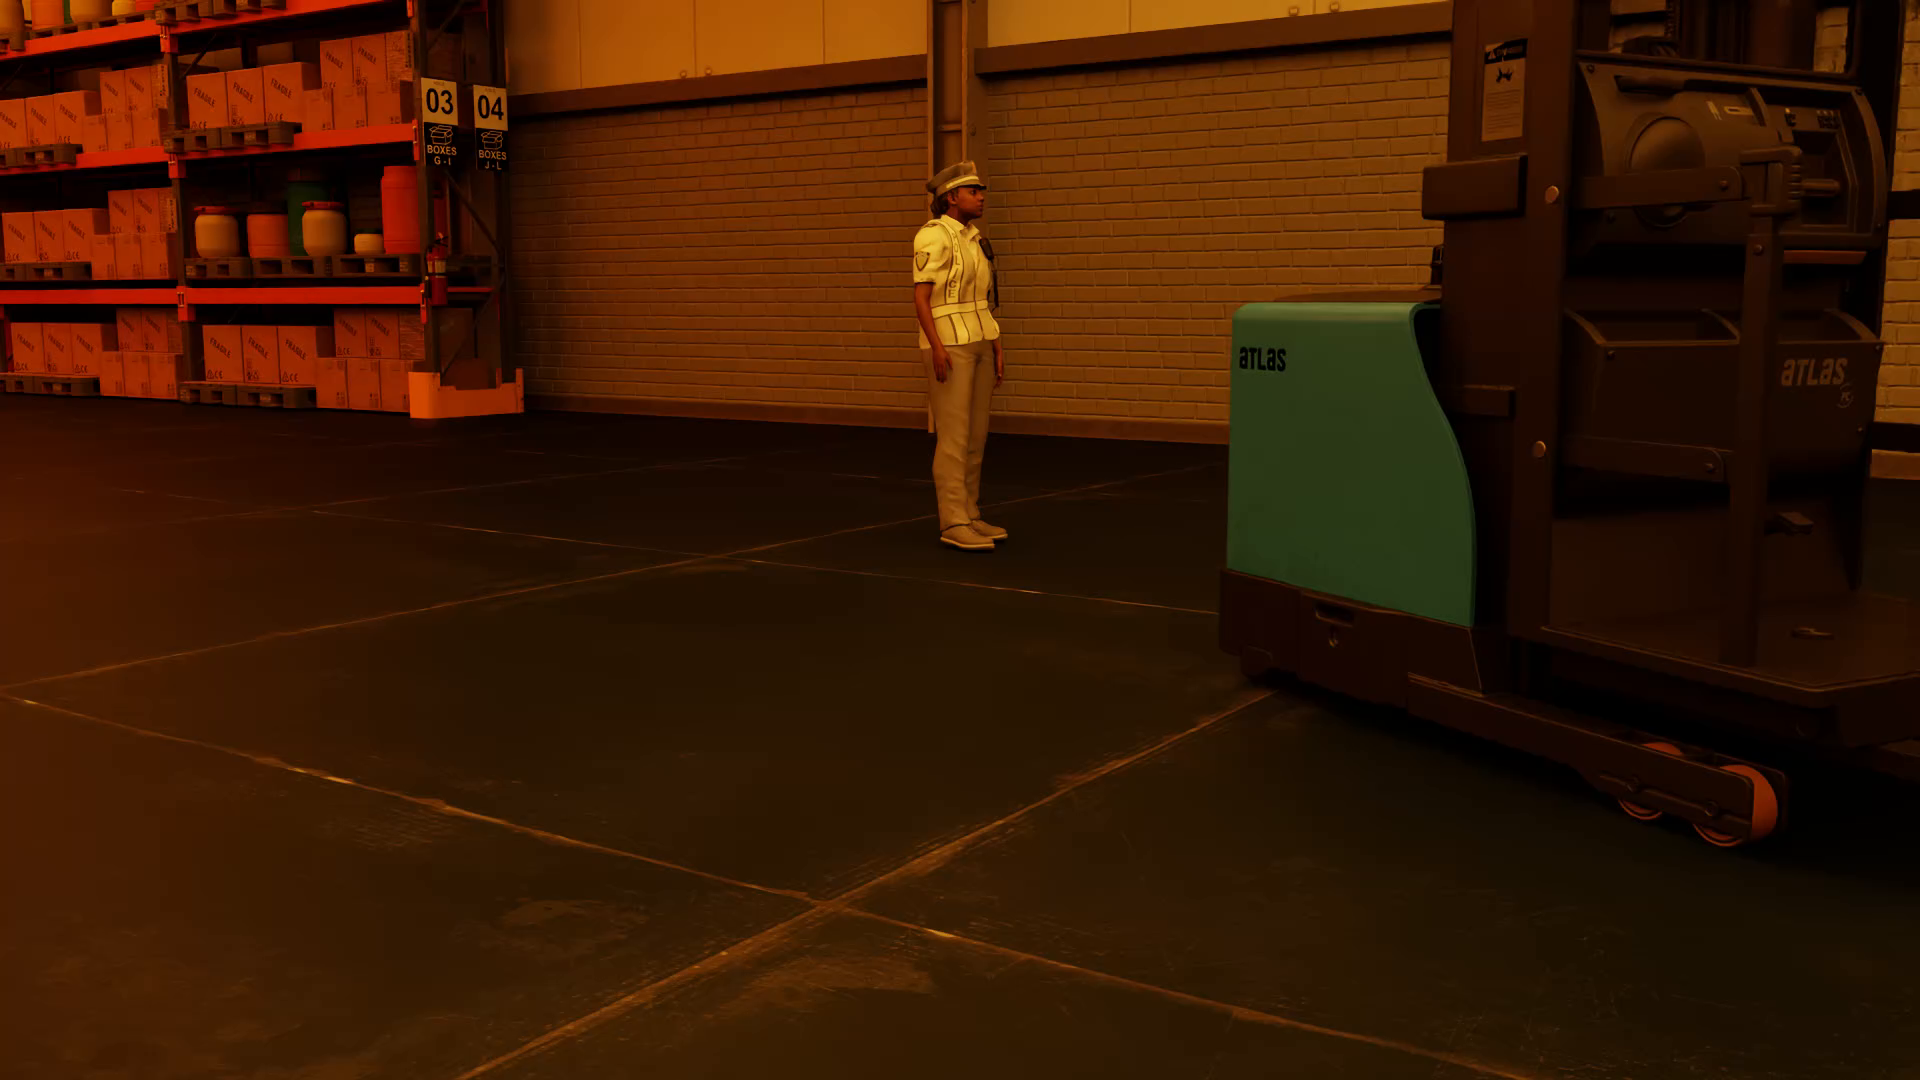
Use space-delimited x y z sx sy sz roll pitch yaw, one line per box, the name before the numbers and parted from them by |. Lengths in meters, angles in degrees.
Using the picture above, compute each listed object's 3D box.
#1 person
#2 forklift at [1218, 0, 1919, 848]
person | 0.051 -0.838 7.426 0.530 1.694 0.569 5 10 34
forklift | 1.863 -0.910 3.592 1.130 2.935 3.031 -4 9 -26
